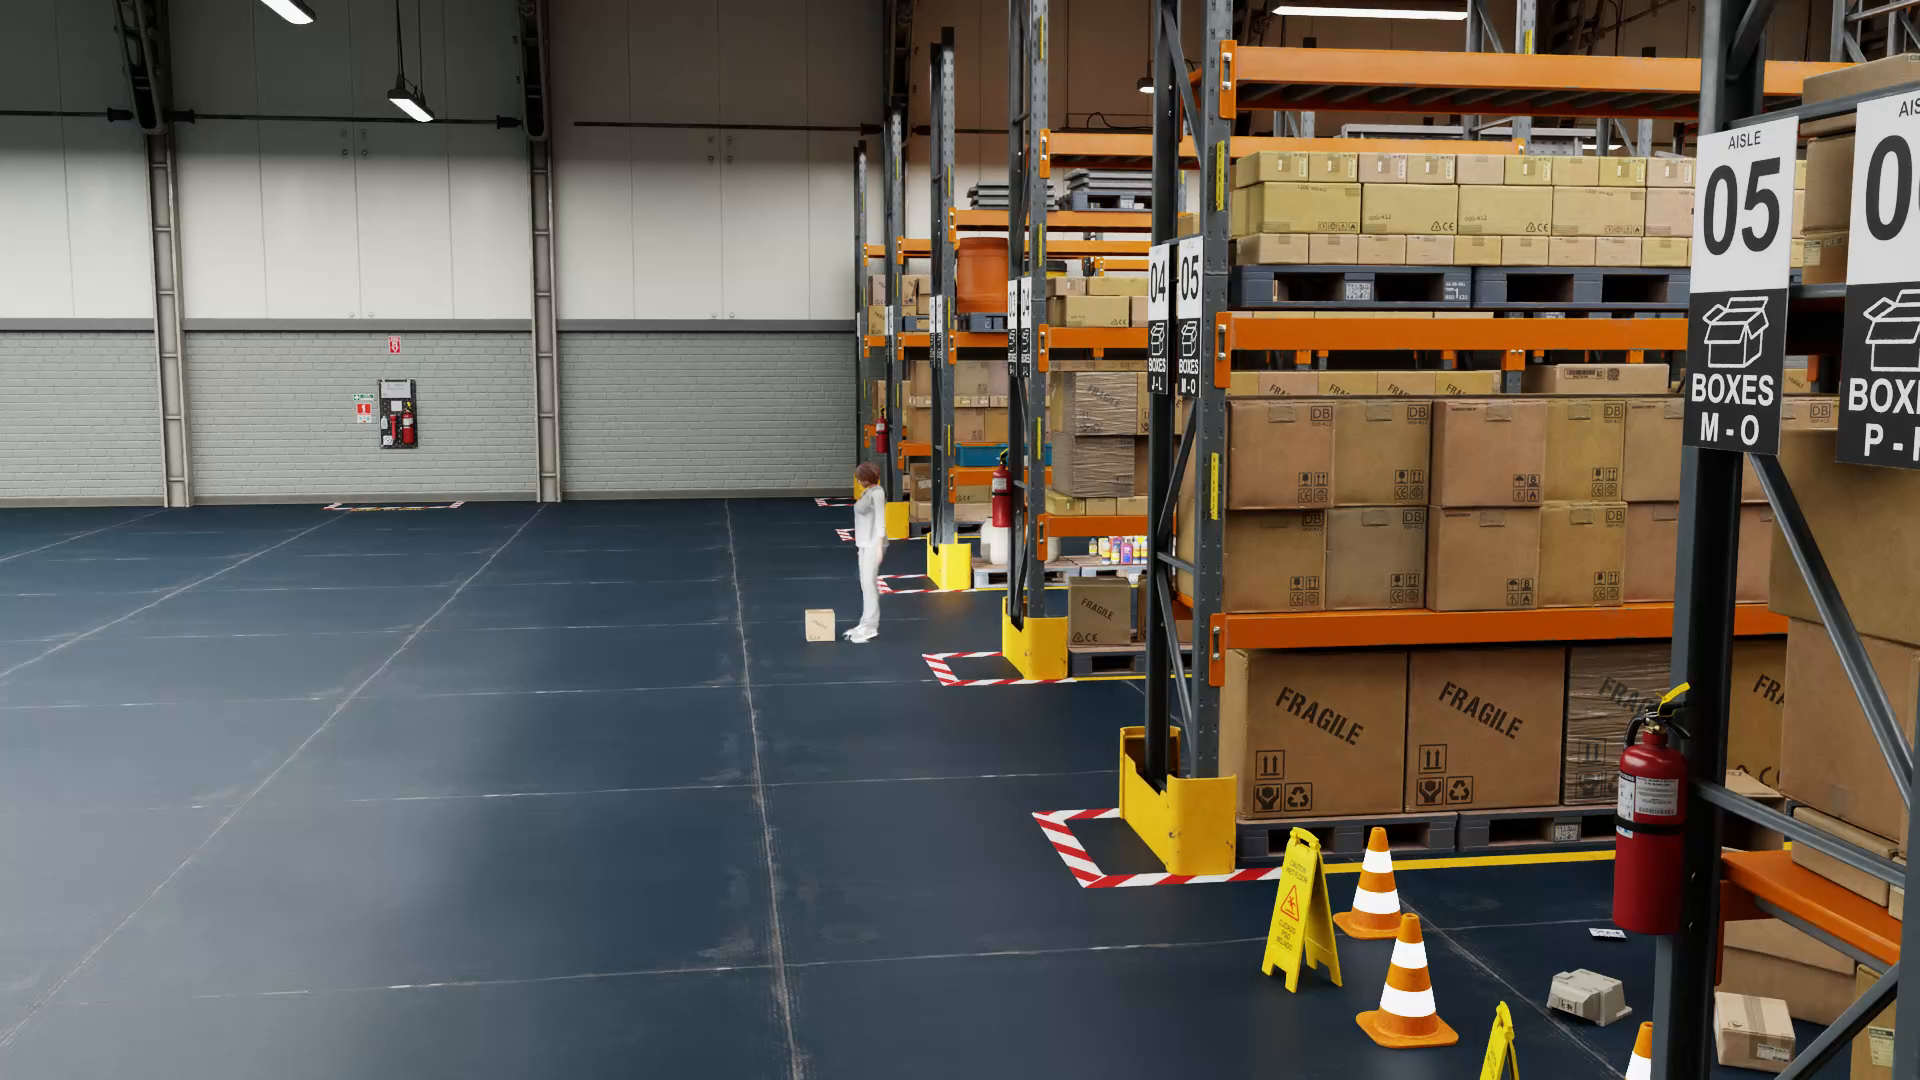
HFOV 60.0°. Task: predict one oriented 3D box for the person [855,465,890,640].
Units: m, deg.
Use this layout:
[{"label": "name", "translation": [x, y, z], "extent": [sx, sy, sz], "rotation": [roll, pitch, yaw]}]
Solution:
[{"label": "person", "translation": [-0.802, 0.122, 15.134], "extent": [0.305, 1.570, 0.412], "rotation": [-1, 7, -8]}]
